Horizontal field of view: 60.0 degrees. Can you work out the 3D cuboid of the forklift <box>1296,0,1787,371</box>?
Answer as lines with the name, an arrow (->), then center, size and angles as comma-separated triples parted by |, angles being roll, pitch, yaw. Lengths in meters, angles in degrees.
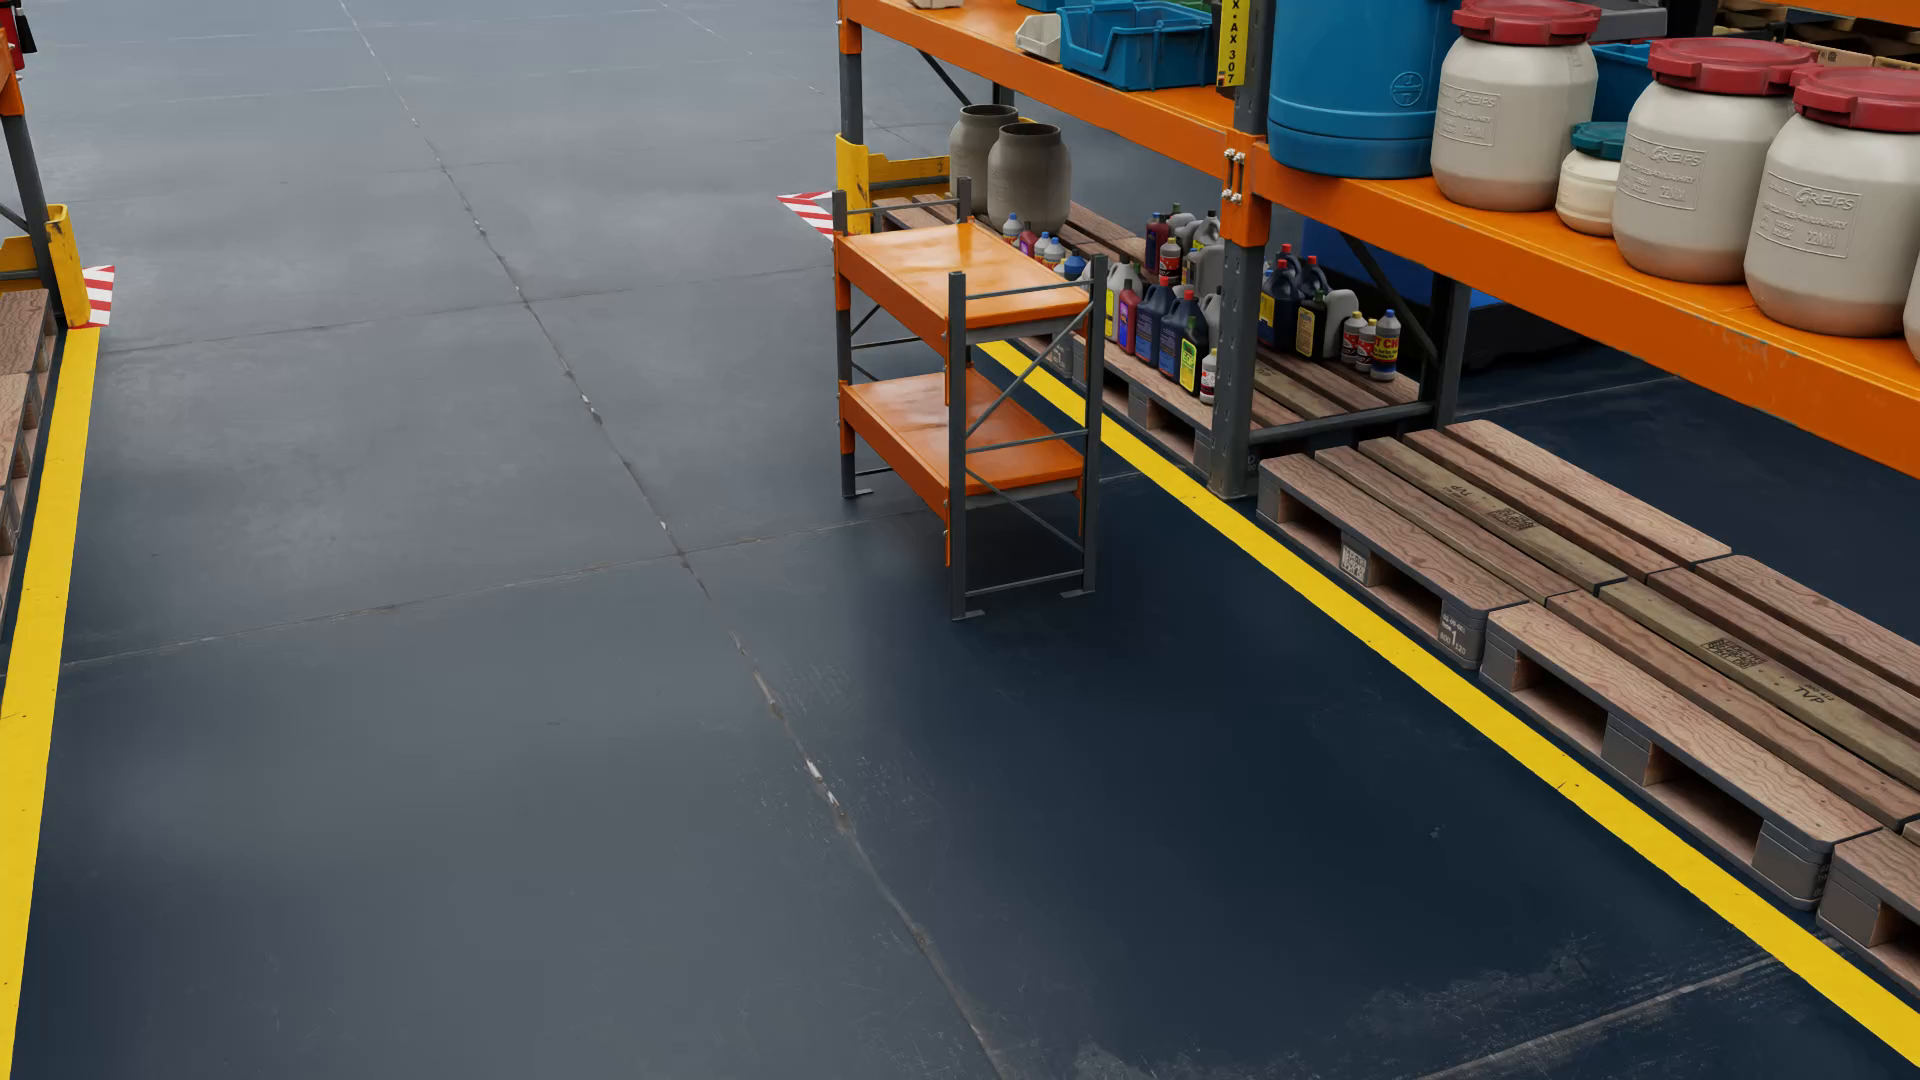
forklift -> 3.115, -2.498, 7.526 | 3.031, 2.935, 1.130 | -13, 29, -25

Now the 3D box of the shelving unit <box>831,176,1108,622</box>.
shelving unit -> 0.003, -0.503, 5.498 | 0.538, 1.125, 1.048 | -11, 28, -21

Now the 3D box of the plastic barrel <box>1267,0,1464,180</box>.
plastic barrel -> 1.264, -1.610, 5.058 | 0.600, 0.901, 0.708 | -11, 28, -21

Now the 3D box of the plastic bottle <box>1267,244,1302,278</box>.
plastic bottle -> 1.384, -1.074, 7.048 | 0.144, 0.351, 0.185 | -12, 28, -23

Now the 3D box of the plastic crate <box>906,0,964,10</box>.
plastic crate -> -0.120, -2.673, 8.106 | 0.298, 0.136, 0.250 | -11, 28, -21

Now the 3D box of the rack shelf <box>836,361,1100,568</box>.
rack shelf -> 0.003, -0.283, 5.605 | 0.538, 0.278, 1.000 | -11, 28, -21

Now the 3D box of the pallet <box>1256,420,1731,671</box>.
pallet -> 1.735, -0.029, 5.570 | 1.003, 0.211, 1.213 | -11, 28, -21

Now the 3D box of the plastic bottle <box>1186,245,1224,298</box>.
plastic bottle -> 1.091, -1.176, 7.343 | 0.152, 0.276, 0.135 | -11, 28, -21

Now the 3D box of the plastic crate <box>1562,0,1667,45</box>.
plastic crate -> 1.863, -1.479, 5.287 | 0.402, 0.464, 0.583 | -11, 28, -21

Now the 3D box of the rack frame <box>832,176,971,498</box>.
rack frame -> -0.196, -0.708, 5.918 | 0.500, 1.125, 0.032 | -11, 28, -21

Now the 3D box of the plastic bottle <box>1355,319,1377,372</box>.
plastic bottle -> 1.631, -0.778, 6.613 | 0.097, 0.201, 0.097 | 0, 26, 0

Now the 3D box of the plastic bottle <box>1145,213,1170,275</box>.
plastic bottle -> 0.924, -1.394, 7.780 | 0.061, 0.283, 0.133 | -11, 28, -21

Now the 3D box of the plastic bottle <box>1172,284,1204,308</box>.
plastic bottle -> 0.926, -0.890, 6.757 | 0.152, 0.276, 0.135 | -11, 28, -21

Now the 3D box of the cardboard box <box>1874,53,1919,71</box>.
cardboard box -> 5.184, -2.287, 8.816 | 0.500, 0.500, 0.500 | -11, 28, -21

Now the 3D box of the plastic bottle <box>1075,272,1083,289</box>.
plastic bottle -> 0.541, -1.061, 7.192 | 0.097, 0.201, 0.097 | 0, 26, 0

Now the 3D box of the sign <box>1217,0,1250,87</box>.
sign -> 0.881, -1.627, 5.348 | 0.100, 0.325, 0.005 | -11, 28, -21

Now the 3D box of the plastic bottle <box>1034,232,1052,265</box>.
plastic bottle -> 0.383, -1.256, 7.511 | 0.097, 0.271, 0.097 | 0, 26, 0

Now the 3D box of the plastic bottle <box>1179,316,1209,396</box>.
plastic bottle -> 0.900, -0.708, 6.375 | 0.061, 0.283, 0.133 | -9, 27, -18

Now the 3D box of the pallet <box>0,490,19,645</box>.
pallet -> -3.461, 0.246, 5.005 | 1.003, 0.211, 1.213 | -11, 28, -21

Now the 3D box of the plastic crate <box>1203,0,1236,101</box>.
plastic crate -> 1.304, -1.798, 6.085 | 0.767, 0.338, 0.504 | -11, 28, -21

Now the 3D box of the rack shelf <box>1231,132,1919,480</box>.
rack shelf -> 2.175, -0.462, 4.098 | 1.077, 0.370, 4.000 | -11, 28, -21

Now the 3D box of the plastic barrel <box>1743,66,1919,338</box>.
plastic barrel -> 2.021, -0.759, 3.731 | 0.433, 0.535, 0.433 | 0, 26, 0

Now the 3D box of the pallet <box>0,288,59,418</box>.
pallet -> -4.417, -0.739, 7.023 | 1.003, 0.211, 1.213 | -11, 28, -21

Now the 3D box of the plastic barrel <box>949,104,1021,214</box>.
plastic barrel -> 0.153, -2.026, 8.837 | 0.421, 0.512, 0.421 | 0, 26, 0

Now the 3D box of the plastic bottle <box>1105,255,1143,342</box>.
plastic bottle -> 0.673, -1.019, 6.935 | 0.144, 0.351, 0.185 | -11, 28, -21

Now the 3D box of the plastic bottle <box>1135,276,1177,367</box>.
plastic bottle -> 0.799, -0.888, 6.668 | 0.144, 0.351, 0.185 | -12, 29, -23

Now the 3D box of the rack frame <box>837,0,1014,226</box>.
rack frame -> -0.175, -3.208, 8.901 | 1.000, 3.000, 0.127 | -11, 28, -21

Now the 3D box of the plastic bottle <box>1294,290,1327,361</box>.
plastic bottle -> 1.421, -0.881, 6.731 | 0.061, 0.283, 0.133 | -11, 28, -21

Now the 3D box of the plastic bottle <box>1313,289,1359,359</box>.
plastic bottle -> 1.519, -0.896, 6.770 | 0.152, 0.276, 0.135 | -10, 28, -19

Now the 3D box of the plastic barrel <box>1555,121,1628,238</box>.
plastic barrel -> 1.769, -0.970, 4.476 | 0.301, 0.262, 0.301 | 0, 26, 0

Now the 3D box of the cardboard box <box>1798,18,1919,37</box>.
cardboard box -> 5.273, -2.781, 9.827 | 0.500, 0.500, 0.500 | -11, 28, -21

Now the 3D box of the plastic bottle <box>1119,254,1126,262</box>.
plastic bottle -> 0.710, -1.073, 7.124 | 0.061, 0.283, 0.133 | -11, 28, -21

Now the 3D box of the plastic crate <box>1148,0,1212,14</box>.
plastic crate -> 1.120, -2.094, 6.862 | 0.450, 0.188, 0.662 | -11, 28, -21

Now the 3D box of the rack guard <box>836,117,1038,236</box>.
rack guard -> -0.102, -2.062, 9.403 | 1.175, 0.500, 0.348 | -11, 28, -21

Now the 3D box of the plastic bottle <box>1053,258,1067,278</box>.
plastic bottle -> 0.461, -1.144, 7.362 | 0.097, 0.201, 0.097 | 0, 26, 0

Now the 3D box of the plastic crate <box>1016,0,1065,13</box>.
plastic crate -> 0.546, -2.727, 8.086 | 0.499, 0.251, 0.408 | -11, 28, -21

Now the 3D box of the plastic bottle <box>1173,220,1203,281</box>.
plastic bottle -> 1.076, -1.353, 7.705 | 0.152, 0.276, 0.135 | -11, 28, -22

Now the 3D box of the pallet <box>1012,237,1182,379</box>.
pallet -> 0.686, -1.111, 7.786 | 1.003, 0.211, 1.213 | -11, 28, -21

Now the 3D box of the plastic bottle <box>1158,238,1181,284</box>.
plastic bottle -> 0.968, -1.290, 7.662 | 0.097, 0.201, 0.097 | 0, 26, 0

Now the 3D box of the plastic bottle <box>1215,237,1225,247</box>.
plastic bottle -> 1.217, -1.245, 7.399 | 0.144, 0.351, 0.185 | -11, 28, -21

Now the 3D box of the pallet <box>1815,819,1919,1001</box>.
pallet -> 2.691, 0.956, 3.552 | 1.003, 0.211, 1.213 | -11, 28, -21

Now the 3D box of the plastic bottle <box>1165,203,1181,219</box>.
plastic bottle -> 1.010, -1.475, 7.946 | 0.061, 0.283, 0.133 | -10, 28, -19

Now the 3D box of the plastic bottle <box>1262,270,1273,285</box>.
plastic bottle -> 1.290, -1.000, 6.987 | 0.097, 0.271, 0.097 | 0, 26, 0

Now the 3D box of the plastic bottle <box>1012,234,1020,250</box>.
plastic bottle -> 0.289, -1.321, 7.724 | 0.097, 0.201, 0.097 | 0, 26, 0

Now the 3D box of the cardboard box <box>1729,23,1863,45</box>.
cardboard box -> 4.795, -2.692, 9.644 | 0.500, 0.500, 0.500 | -11, 28, -21

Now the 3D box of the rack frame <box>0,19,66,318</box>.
rack frame -> -4.732, -2.357, 7.158 | 1.000, 3.000, 0.127 | -11, 28, -21
